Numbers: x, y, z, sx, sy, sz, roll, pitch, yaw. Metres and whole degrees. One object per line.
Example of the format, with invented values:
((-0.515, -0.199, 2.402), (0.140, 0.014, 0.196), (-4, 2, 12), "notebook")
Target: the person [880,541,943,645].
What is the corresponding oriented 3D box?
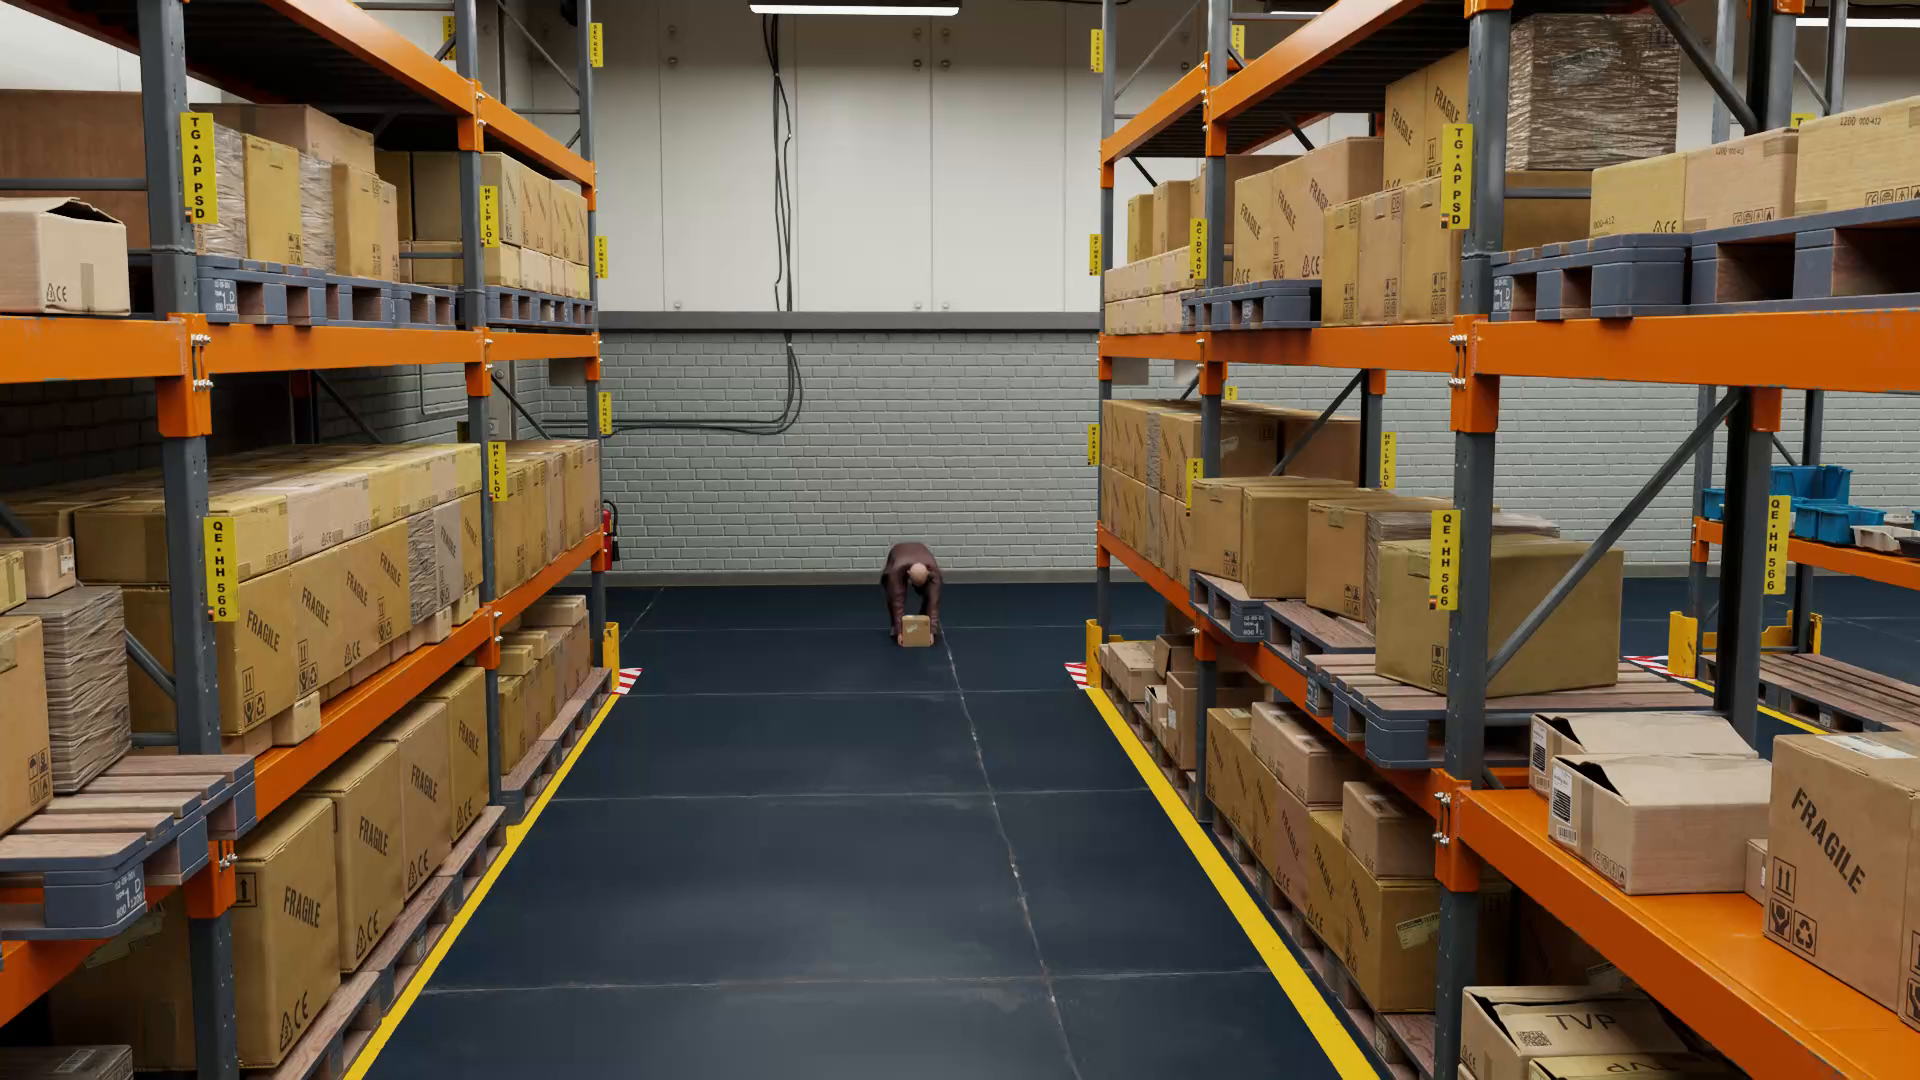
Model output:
((-0.440, 0.484, 15.525), (0.594, 0.911, 0.952), (-1, 7, -6), "person")
